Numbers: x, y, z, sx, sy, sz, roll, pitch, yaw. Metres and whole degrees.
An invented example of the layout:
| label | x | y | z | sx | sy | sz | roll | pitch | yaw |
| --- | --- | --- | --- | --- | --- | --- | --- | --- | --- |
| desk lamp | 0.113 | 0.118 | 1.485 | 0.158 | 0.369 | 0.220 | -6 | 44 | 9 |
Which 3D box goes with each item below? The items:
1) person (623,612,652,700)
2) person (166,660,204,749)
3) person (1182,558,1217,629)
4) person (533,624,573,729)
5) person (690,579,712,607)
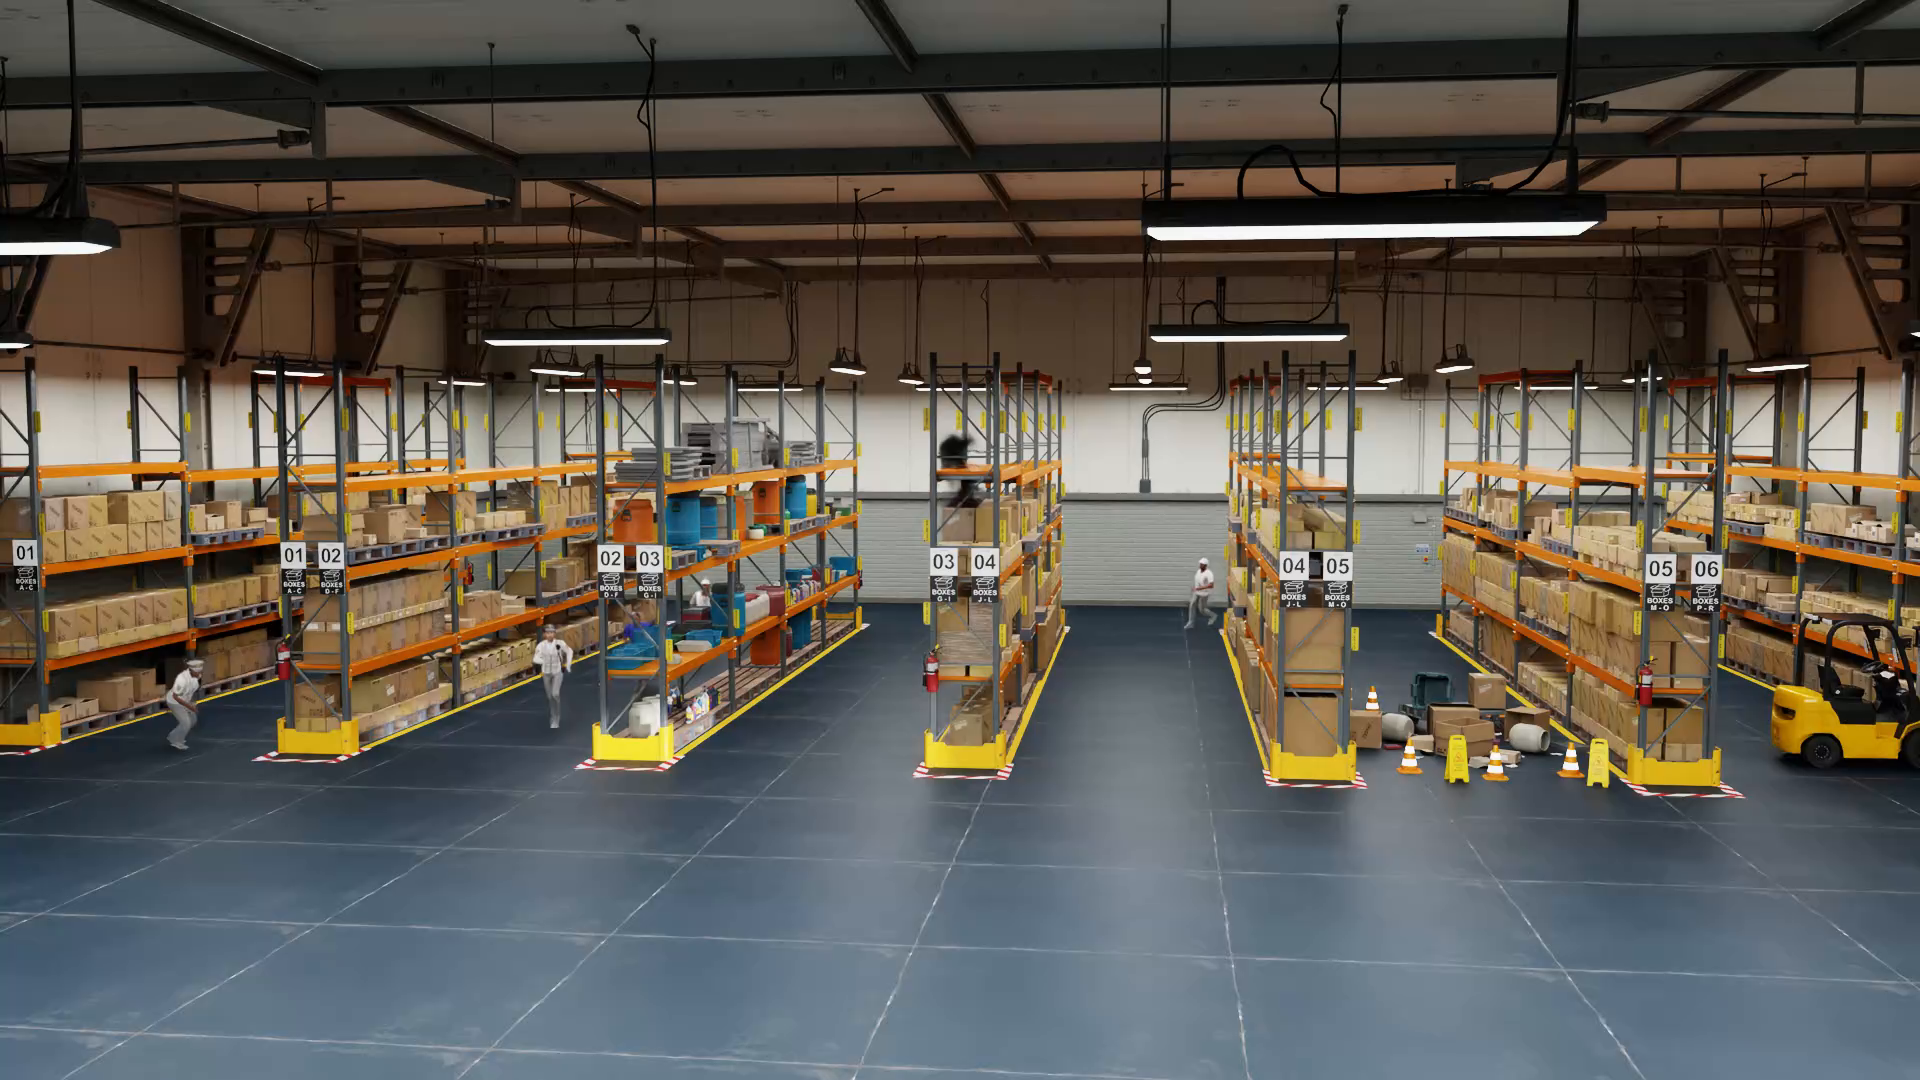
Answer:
| label | x | y | z | sx | sy | sz | roll | pitch | yaw |
| --- | --- | --- | --- | --- | --- | --- | --- | --- | --- |
| person | -5.835 | 2.081 | 30.429 | 0.597 | 1.616 | 0.962 | 0 | 4 | 0 |
| person | -11.834 | 2.507 | 25.412 | 0.895 | 1.409 | 0.662 | 1 | 4 | 12 |
| person | 5.883 | 1.298 | 40.157 | 0.897 | 1.744 | 0.748 | -2 | 5 | -27 |
| person | -6.697 | 2.230 | 27.325 | 0.552 | 1.738 | 0.812 | 0 | 4 | 2 |
| person | -5.328 | 1.679 | 34.889 | 0.687 | 1.738 | 0.696 | 0 | 4 | -7 |
